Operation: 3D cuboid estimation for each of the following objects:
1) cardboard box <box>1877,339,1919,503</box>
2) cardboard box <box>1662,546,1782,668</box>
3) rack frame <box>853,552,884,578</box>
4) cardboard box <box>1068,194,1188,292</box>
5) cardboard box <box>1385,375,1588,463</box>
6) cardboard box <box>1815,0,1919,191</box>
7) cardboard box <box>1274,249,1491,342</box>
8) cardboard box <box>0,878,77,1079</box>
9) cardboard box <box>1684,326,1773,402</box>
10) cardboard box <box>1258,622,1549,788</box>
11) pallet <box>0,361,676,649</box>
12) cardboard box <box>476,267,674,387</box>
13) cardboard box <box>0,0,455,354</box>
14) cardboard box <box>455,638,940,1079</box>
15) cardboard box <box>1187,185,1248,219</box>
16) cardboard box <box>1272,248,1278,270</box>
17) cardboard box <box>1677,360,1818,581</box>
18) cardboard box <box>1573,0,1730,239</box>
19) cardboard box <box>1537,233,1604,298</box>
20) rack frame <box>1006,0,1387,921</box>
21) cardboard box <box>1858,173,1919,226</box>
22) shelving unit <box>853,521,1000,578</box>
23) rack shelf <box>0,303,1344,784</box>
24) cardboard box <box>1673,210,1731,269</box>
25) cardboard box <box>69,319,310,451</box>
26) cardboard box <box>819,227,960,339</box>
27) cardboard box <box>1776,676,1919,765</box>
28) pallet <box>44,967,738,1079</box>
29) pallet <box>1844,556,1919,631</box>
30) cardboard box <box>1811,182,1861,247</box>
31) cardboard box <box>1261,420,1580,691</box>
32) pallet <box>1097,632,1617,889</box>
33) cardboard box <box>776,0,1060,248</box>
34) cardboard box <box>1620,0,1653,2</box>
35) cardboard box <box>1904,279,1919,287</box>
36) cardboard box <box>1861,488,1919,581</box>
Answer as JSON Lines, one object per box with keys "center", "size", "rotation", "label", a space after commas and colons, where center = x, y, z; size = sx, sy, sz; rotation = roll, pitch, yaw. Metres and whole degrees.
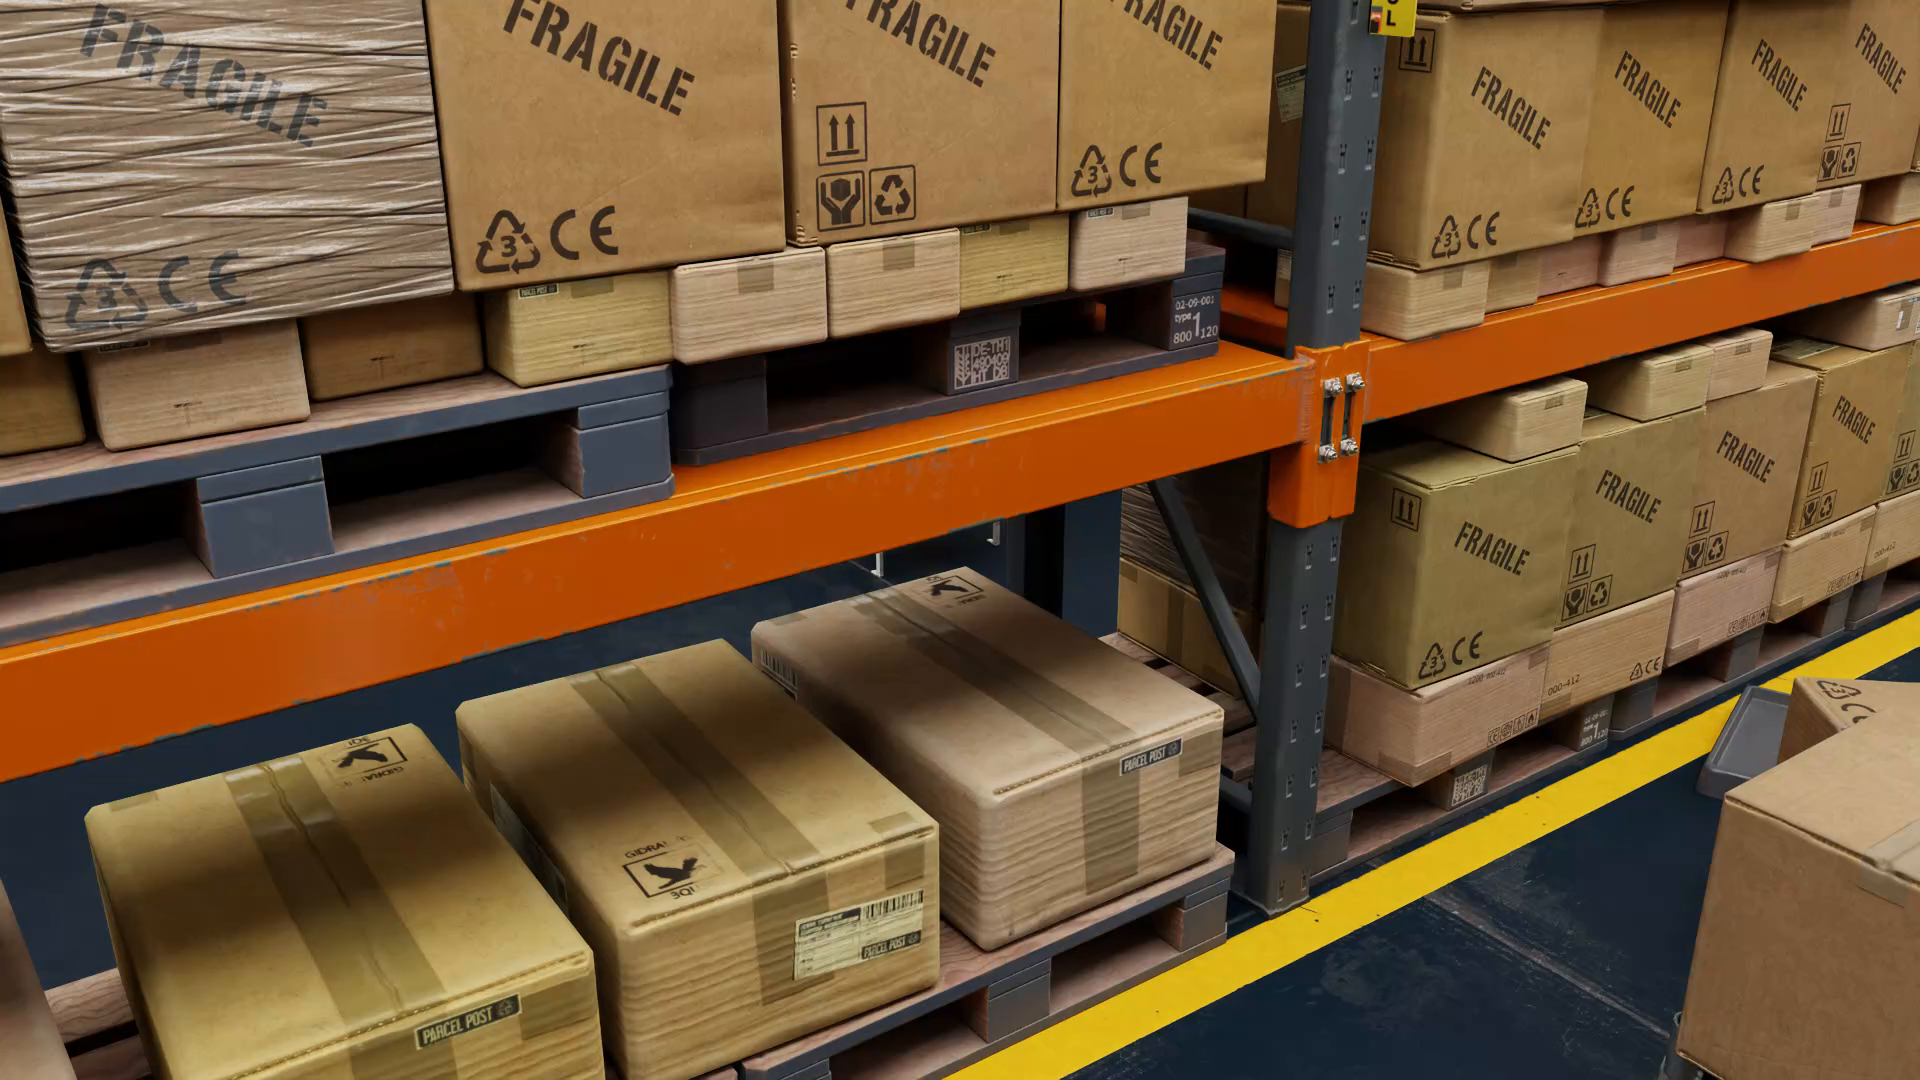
{"center": [2.786, -0.466, 5.148], "size": [0.500, 0.500, 0.500], "rotation": [-14, 26, -31], "label": "cardboard box"}
{"center": [1.952, 0.102, 4.738], "size": [0.500, 0.250, 0.500], "rotation": [-15, 26, -34], "label": "cardboard box"}
{"center": [-0.332, -0.469, 5.452], "size": [0.015, 1.200, 0.240], "rotation": [-15, 26, -33], "label": "rack frame"}
{"center": [0.203, -0.583, 3.083], "size": [0.250, 0.149, 0.380], "rotation": [-14, 26, -32], "label": "cardboard box"}
{"center": [1.232, -0.322, 3.914], "size": [0.250, 0.149, 0.380], "rotation": [-14, 26, -32], "label": "cardboard box"}
{"center": [2.187, -1.231, 4.398], "size": [0.500, 0.500, 0.500], "rotation": [-15, 26, -32], "label": "cardboard box"}
{"center": [0.902, -0.554, 3.578], "size": [0.250, 0.149, 0.380], "rotation": [-15, 26, -33], "label": "cardboard box"}
{"center": [-1.729, 0.910, 2.547], "size": [0.625, 0.372, 0.950], "rotation": [-16, 27, -34], "label": "cardboard box"}
{"center": [1.865, -0.493, 4.342], "size": [0.250, 0.149, 0.380], "rotation": [-13, 25, -30], "label": "cardboard box"}
{"center": [1.096, 0.336, 4.150], "size": [0.500, 0.250, 0.500], "rotation": [-16, 27, -35], "label": "cardboard box"}
{"center": [-1.205, -0.185, 2.572], "size": [1.213, 0.211, 1.003], "rotation": [-15, 26, -33], "label": "pallet"}
{"center": [-0.634, -0.367, 2.541], "size": [0.250, 0.149, 0.380], "rotation": [-15, 26, -33], "label": "cardboard box"}
{"center": [-1.031, -0.579, 2.197], "size": [0.500, 0.500, 0.500], "rotation": [-16, 27, -35], "label": "cardboard box"}
{"center": [-0.547, 0.597, 3.332], "size": [0.625, 0.372, 0.950], "rotation": [-13, 25, -30], "label": "cardboard box"}
{"center": [0.675, -1.055, 3.957], "size": [0.500, 0.500, 0.500], "rotation": [-16, 27, -34], "label": "cardboard box"}
{"center": [0.740, -0.800, 4.193], "size": [0.250, 0.149, 0.380], "rotation": [-14, 26, -32], "label": "cardboard box"}
{"center": [1.945, -0.243, 4.590], "size": [0.500, 0.500, 0.500], "rotation": [-13, 25, -30], "label": "cardboard box"}
{"center": [1.373, -1.011, 3.847], "size": [0.500, 0.500, 0.500], "rotation": [-15, 26, -33], "label": "cardboard box"}
{"center": [1.275, -0.691, 3.921], "size": [0.250, 0.149, 0.380], "rotation": [-15, 26, -33], "label": "cardboard box"}
{"center": [0.459, -0.699, 3.602], "size": [0.127, 3.000, 1.000], "rotation": [-15, 26, -33], "label": "rack frame"}
{"center": [2.530, -1.005, 4.708], "size": [0.250, 0.149, 0.380], "rotation": [-15, 26, -33], "label": "cardboard box"}
{"center": [-0.134, -0.521, 5.584], "size": [0.503, 1.200, 0.258], "rotation": [-15, 26, -33], "label": "shelving unit"}
{"center": [-1.164, 0.068, 2.650], "size": [4.000, 0.370, 1.077], "rotation": [-15, 26, -33], "label": "rack shelf"}
{"center": [1.694, -0.802, 4.197], "size": [0.250, 0.149, 0.380], "rotation": [-15, 26, -33], "label": "cardboard box"}
{"center": [-1.075, -0.262, 2.277], "size": [0.250, 0.149, 0.380], "rotation": [-14, 26, -31], "label": "cardboard box"}
{"center": [-0.210, -0.465, 2.787], "size": [0.250, 0.149, 0.380], "rotation": [-15, 26, -34], "label": "cardboard box"}
{"center": [2.124, 0.638, 3.620], "size": [0.500, 0.500, 0.500], "rotation": [2, 22, 4], "label": "cardboard box"}
{"center": [-1.163, 1.030, 3.030], "size": [1.213, 0.211, 1.003], "rotation": [-15, 26, -33], "label": "pallet"}
{"center": [2.964, -0.088, 5.833], "size": [1.213, 0.211, 1.003], "rotation": [-15, 26, -33], "label": "pallet"}
{"center": [2.134, -0.891, 4.422], "size": [0.250, 0.149, 0.380], "rotation": [-15, 26, -33], "label": "cardboard box"}
{"center": [1.096, -0.012, 4.011], "size": [0.500, 0.500, 0.500], "rotation": [-14, 25, -30], "label": "cardboard box"}
{"center": [0.984, 0.440, 4.510], "size": [1.213, 0.211, 1.003], "rotation": [-15, 26, -33], "label": "pallet"}
{"center": [-0.184, -0.802, 2.757], "size": [0.500, 0.500, 0.500], "rotation": [-15, 26, -33], "label": "cardboard box"}
{"center": [1.370, -1.482, 3.679], "size": [0.500, 0.500, 0.700], "rotation": [-15, 26, -33], "label": "cardboard box"}
{"center": [2.743, -0.728, 4.929], "size": [0.250, 0.149, 0.380], "rotation": [-14, 26, -32], "label": "cardboard box"}
{"center": [2.782, -0.118, 5.287], "size": [0.500, 0.250, 0.500], "rotation": [-15, 26, -33], "label": "cardboard box"}
